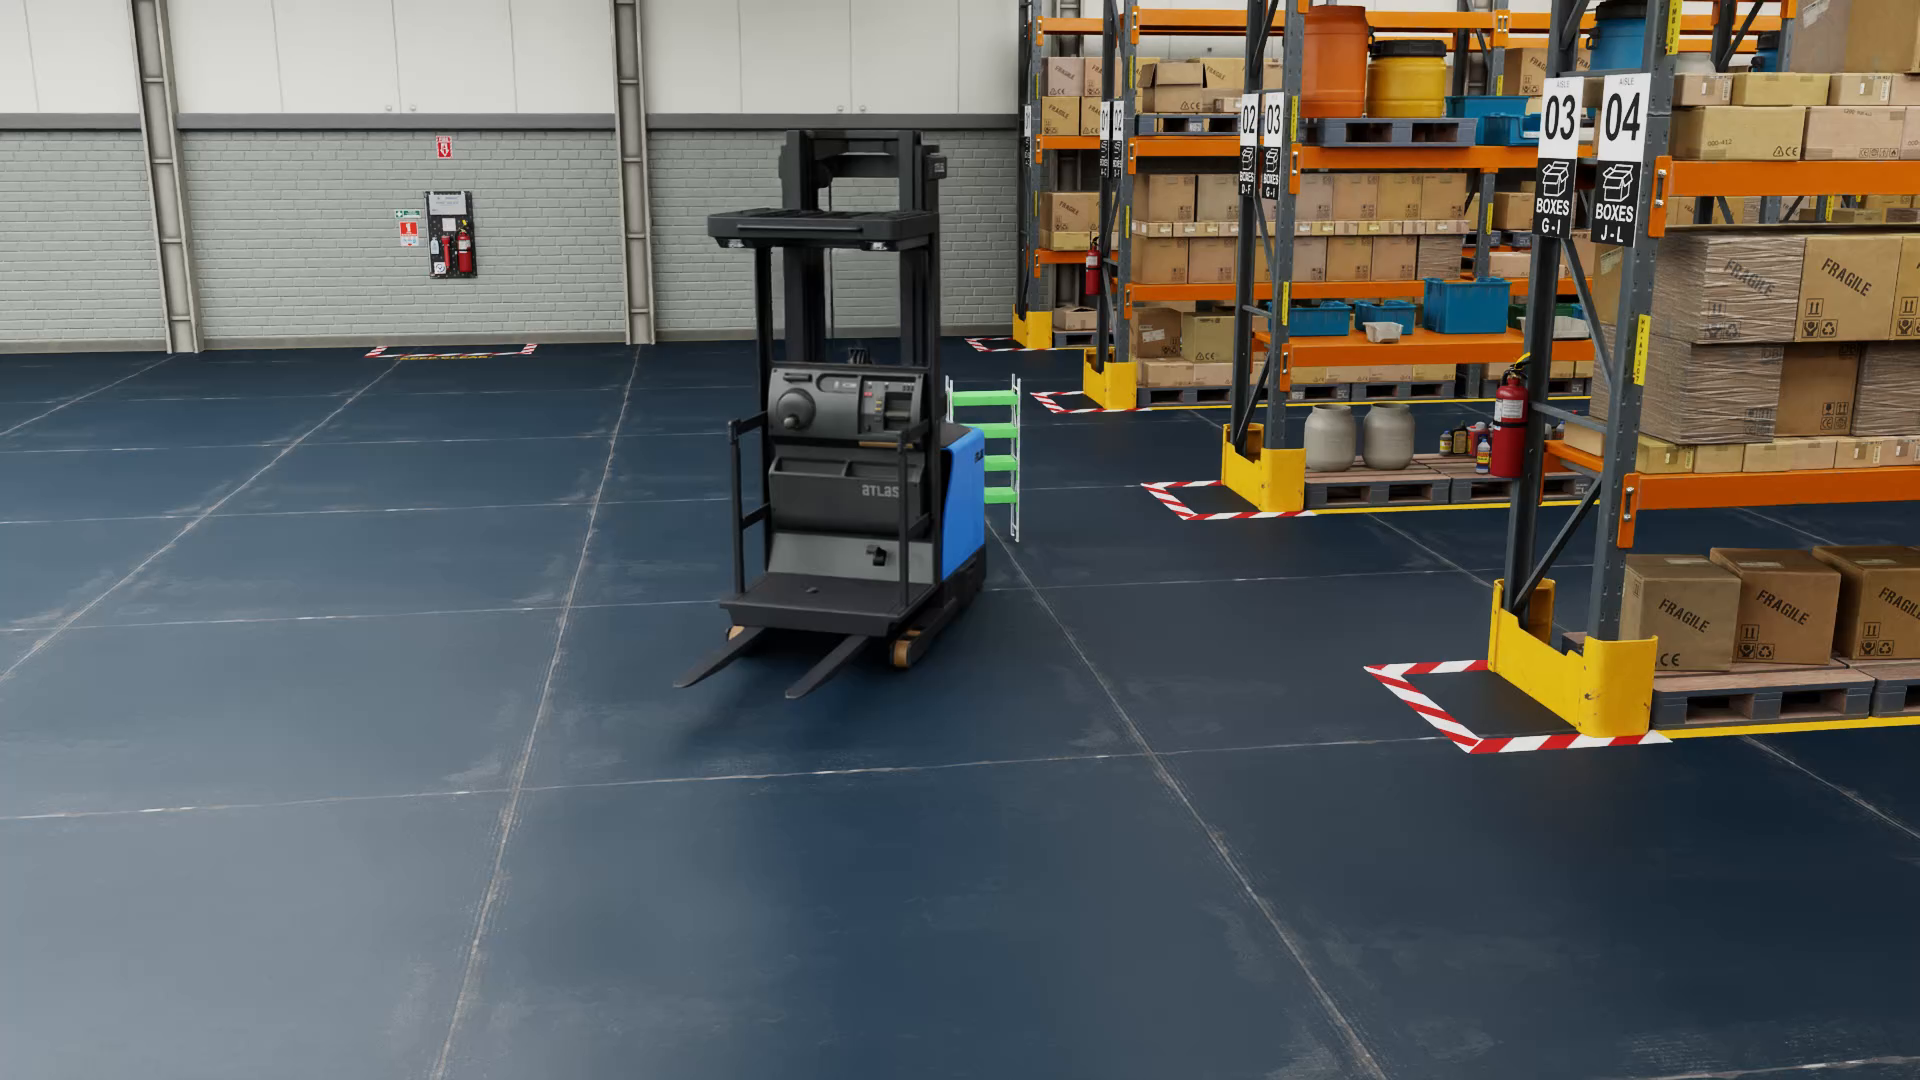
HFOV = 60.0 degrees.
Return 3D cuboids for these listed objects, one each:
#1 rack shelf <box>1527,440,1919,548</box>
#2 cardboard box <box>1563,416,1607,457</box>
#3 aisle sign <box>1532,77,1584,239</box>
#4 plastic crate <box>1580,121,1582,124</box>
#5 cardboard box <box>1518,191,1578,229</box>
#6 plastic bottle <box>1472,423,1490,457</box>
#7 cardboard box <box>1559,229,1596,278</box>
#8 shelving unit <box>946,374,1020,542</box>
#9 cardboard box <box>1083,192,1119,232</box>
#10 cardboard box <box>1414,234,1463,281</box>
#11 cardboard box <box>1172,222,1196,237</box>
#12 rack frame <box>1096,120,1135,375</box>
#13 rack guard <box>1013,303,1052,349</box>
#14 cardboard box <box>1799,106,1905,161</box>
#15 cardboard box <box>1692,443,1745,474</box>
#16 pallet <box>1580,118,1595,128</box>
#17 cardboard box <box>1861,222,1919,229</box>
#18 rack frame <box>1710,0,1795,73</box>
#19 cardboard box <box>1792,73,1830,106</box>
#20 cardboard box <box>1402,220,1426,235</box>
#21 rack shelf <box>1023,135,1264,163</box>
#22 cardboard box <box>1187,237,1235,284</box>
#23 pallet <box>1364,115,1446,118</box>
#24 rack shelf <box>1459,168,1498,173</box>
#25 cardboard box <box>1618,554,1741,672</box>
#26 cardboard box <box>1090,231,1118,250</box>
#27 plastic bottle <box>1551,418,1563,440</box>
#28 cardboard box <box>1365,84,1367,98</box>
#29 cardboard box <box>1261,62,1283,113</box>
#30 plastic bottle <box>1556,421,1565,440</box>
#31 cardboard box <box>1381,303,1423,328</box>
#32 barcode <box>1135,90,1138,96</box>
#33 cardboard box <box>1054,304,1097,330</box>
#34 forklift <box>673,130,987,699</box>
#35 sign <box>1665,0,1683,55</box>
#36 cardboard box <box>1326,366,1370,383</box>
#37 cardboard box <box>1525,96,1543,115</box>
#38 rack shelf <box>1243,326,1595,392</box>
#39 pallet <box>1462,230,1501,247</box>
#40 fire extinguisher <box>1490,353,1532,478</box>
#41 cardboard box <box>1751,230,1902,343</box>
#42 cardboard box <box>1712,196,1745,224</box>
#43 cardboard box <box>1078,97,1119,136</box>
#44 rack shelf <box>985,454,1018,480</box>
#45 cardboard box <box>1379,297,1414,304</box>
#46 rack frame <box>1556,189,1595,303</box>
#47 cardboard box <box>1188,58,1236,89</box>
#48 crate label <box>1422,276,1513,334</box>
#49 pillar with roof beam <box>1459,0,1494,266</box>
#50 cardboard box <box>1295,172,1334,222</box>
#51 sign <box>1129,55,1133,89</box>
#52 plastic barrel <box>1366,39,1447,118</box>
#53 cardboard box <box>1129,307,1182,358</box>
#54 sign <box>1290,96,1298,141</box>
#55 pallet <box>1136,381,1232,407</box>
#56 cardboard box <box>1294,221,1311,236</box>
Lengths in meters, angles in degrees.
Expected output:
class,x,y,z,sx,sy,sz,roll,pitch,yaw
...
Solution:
class,x,y,z,sx,sy,sz,roll,pitch,yaw
rack shelf,5.118,-0.334,8.866,4.000,0.370,1.077,-2,14,-8
cardboard box,3.391,-0.549,8.759,0.250,0.149,0.380,-2,14,-8
aisle sign,3.034,-1.941,8.452,0.004,0.787,0.394,-2,14,-8
plastic crate,4.757,-3.307,13.512,0.450,0.188,0.336,-2,14,-8
cardboard box,8.374,-4.717,23.755,0.500,0.500,0.700,-4,15,-15
plastic bottle,4.423,-0.847,14.111,0.133,0.283,0.061,-2,14,-8
cardboard box,6.906,-3.230,18.729,0.500,0.500,0.500,-1,14,-4
shelving unit,0.164,-0.588,12.100,0.503,1.200,0.258,-2,14,-8
cardboard box,1.934,-4.446,22.509,0.500,0.500,0.500,-2,14,-8
cardboard box,5.186,-3.169,18.487,0.500,0.500,0.700,-2,14,-10
cardboard box,2.349,-3.329,17.791,0.250,0.149,0.380,-2,14,-10
rack frame,1.668,-2.993,17.992,0.127,3.000,1.000,-2,14,-8
rack guard,1.002,-2.975,23.057,0.348,0.500,1.175,-2,14,-8
cardboard box,4.164,-1.968,8.045,0.500,0.250,0.500,-2,14,-10
cardboard box,3.708,-0.446,8.350,0.250,0.149,0.380,-2,14,-8
pallet,5.659,-3.260,13.278,1.003,0.211,1.213,-2,14,-8
cardboard box,5.131,-1.421,8.848,0.500,0.500,0.500,-2,14,-8
rack frame,6.358,-4.857,13.088,0.127,3.000,1.000,-2,14,-8
cardboard box,3.949,-2.165,8.012,0.250,0.149,0.380,-2,14,-9
cardboard box,4.883,-3.422,18.160,0.250,0.149,0.380,-3,14,-10
rack shelf,2.904,-5.363,22.754,4.000,0.370,1.077,-2,14,-8
cardboard box,2.650,-3.076,18.115,0.500,0.500,0.700,-2,14,-7
pallet,4.784,-4.513,18.067,1.213,0.211,1.003,-2,14,-8
rack shelf,7.601,-4.317,18.581,4.000,0.370,1.077,-2,14,-8
cardboard box,3.760,0.380,8.817,0.500,0.500,0.500,1,14,2
cardboard box,1.968,-4.085,22.613,0.500,0.250,0.500,-3,14,-10
plastic bottle,5.142,-0.910,14.365,0.133,0.283,0.061,-1,14,-6
cardboard box,4.552,-4.847,18.250,0.500,0.311,0.500,-3,14,-11
cardboard box,3.351,-4.763,17.524,0.500,0.500,0.500,-2,14,-8
plastic bottle,5.171,-0.886,14.293,0.097,0.271,0.097,0,14,0
cardboard box,5.118,-2.431,18.995,0.500,0.500,0.500,-2,14,-8
barcode,1.895,-4.857,18.062,0.075,0.075,0.001,-2,14,-8
cardboard box,1.624,-3.097,23.029,0.500,0.311,0.500,-4,15,-15
forklift,-0.716,-0.802,9.393,1.130,2.935,3.031,4,15,15
sign,3.221,-2.359,7.498,0.005,0.325,0.100,-2,14,-8
cardboard box,4.210,-1.902,18.427,0.500,0.250,0.500,-2,14,-8
cardboard box,6.234,-4.744,18.252,0.500,0.250,0.500,-1,14,-2
rack shelf,4.380,-1.525,13.617,4.000,0.370,1.077,-2,14,-8
pallet,6.886,-4.300,23.596,1.213,0.211,1.003,-2,14,-8
fire extinguisher,2.959,-0.680,8.924,0.183,0.674,0.296,-2,14,-8
cardboard box,4.220,-1.259,8.203,0.500,0.500,0.500,-2,14,-8
cardboard box,10.880,-4.688,23.892,0.500,0.500,0.500,-2,14,-7
cardboard box,1.831,-5.661,22.215,0.500,0.500,0.500,-1,14,-5
rack shelf,0.164,-0.526,12.115,0.480,0.148,0.258,-2,14,-8
cardboard box,6.111,-3.392,23.816,0.500,0.500,0.700,-2,14,-9
rack frame,8.837,-4.475,23.898,0.127,3.000,1.000,-2,14,-8
cardboard box,3.372,-6.201,22.312,0.500,0.500,0.500,-3,14,-10
crate label,4.182,-1.951,13.761,0.616,0.435,0.502,-2,14,-8
pillar with roof beam,8.064,-6.510,19.681,0.400,9.000,9.100,-2,14,-8
cardboard box,3.697,-3.744,18.112,0.500,0.500,0.700,-2,14,-8
sign,1.745,-4.777,16.978,0.005,0.325,0.100,-2,14,-8
plastic barrel,3.511,-3.624,13.088,0.600,0.588,0.600,0,14,0
cardboard box,2.154,-2.318,18.547,0.500,0.500,0.500,-2,14,-8
sign,2.480,-3.129,12.346,0.005,0.325,0.100,-2,14,-8
pallet,2.418,-1.679,18.481,1.213,0.211,1.003,-2,14,-8
cardboard box,3.608,-3.374,17.972,0.250,0.149,0.380,-2,14,-8
